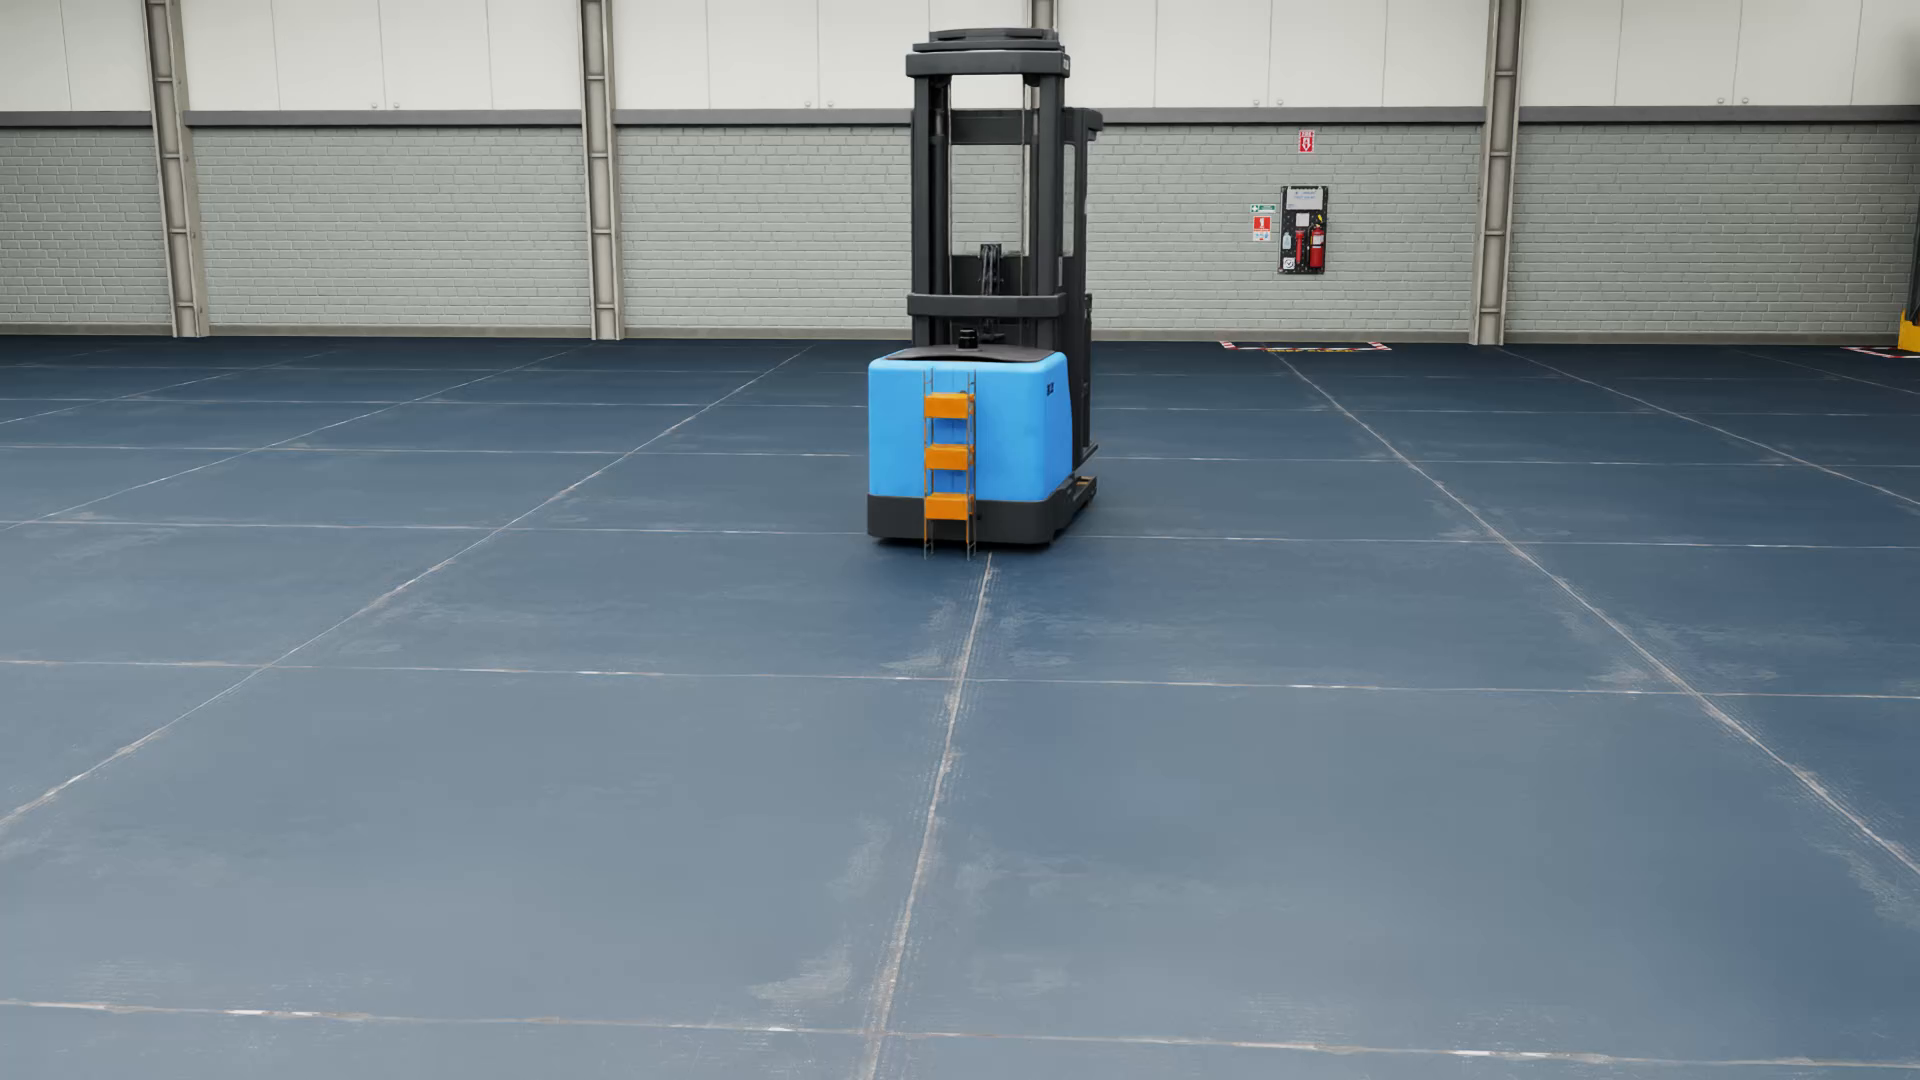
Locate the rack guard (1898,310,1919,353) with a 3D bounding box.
[{"bbox_3d":[12.383,-2.634,21.139,0.348,0.500,1.175,1,12,4],"label":"rack guard"}]

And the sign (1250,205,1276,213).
[{"bbox_3d":[4.073,-4.453,22.348,0.331,0.109,0.001,1,12,4],"label":"sign"}]

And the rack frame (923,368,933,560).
[{"bbox_3d":[-0.174,-0.421,9.216,0.008,1.050,0.200,2,12,12],"label":"rack frame"}]

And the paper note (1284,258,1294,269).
[{"bbox_3d":[4.442,-3.735,22.447,0.142,0.148,0.016,1,12,4],"label":"paper note"}]

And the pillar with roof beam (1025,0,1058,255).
[{"bbox_3d":[0.803,-6.247,17.653,0.400,9.000,9.100,1,12,4],"label":"pillar with roof beam"}]

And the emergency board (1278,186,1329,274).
[{"bbox_3d":[4.614,-4.149,22.278,0.643,1.169,0.194,1,12,4],"label":"emergency board"}]

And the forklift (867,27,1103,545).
[{"bbox_3d":[0.291,-1.664,10.563,1.130,2.935,3.031,3,12,12],"label":"forklift"}]

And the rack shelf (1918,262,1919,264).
[{"bbox_3d":[14.303,-3.479,20.830,4.000,0.370,1.077,1,12,4],"label":"rack shelf"}]

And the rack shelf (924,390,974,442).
[{"bbox_3d":[-0.055,-0.683,9.135,0.240,0.259,0.215,2,12,12],"label":"rack shelf"}]

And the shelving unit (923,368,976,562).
[{"bbox_3d":[-0.055,-0.416,9.191,0.252,1.050,0.215,2,12,12],"label":"shelving unit"}]

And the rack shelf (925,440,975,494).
[{"bbox_3d":[-0.055,-0.405,9.194,0.240,0.259,0.215,2,12,12],"label":"rack shelf"}]

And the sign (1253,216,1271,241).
[{"bbox_3d":[4.069,-4.195,22.411,0.234,0.329,0.001,1,12,4],"label":"sign"}]

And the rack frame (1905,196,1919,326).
[{"bbox_3d":[12.307,-3.858,20.888,0.127,3.000,1.000,1,12,4],"label":"rack frame"}]

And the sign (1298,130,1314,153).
[{"bbox_3d":[4.612,-5.304,22.138,0.199,0.298,0.001,1,12,4],"label":"sign"}]

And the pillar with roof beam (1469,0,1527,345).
[{"bbox_3d":[6.789,-6.165,17.260,0.400,9.000,9.100,1,12,4],"label":"pillar with roof beam"}]

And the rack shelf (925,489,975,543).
[{"bbox_3d":[-0.055,-0.133,9.250,0.240,0.259,0.215,2,12,12],"label":"rack shelf"}]

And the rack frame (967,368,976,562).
[{"bbox_3d":[0.064,-0.411,9.167,0.008,1.050,0.200,2,12,12],"label":"rack frame"}]

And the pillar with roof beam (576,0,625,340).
[{"bbox_3d":[-5.184,-6.329,18.045,0.400,9.000,9.100,1,12,4],"label":"pillar with roof beam"}]

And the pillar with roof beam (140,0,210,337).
[{"bbox_3d":[-11.170,-6.411,18.438,0.400,9.000,9.100,1,12,4],"label":"pillar with roof beam"}]
